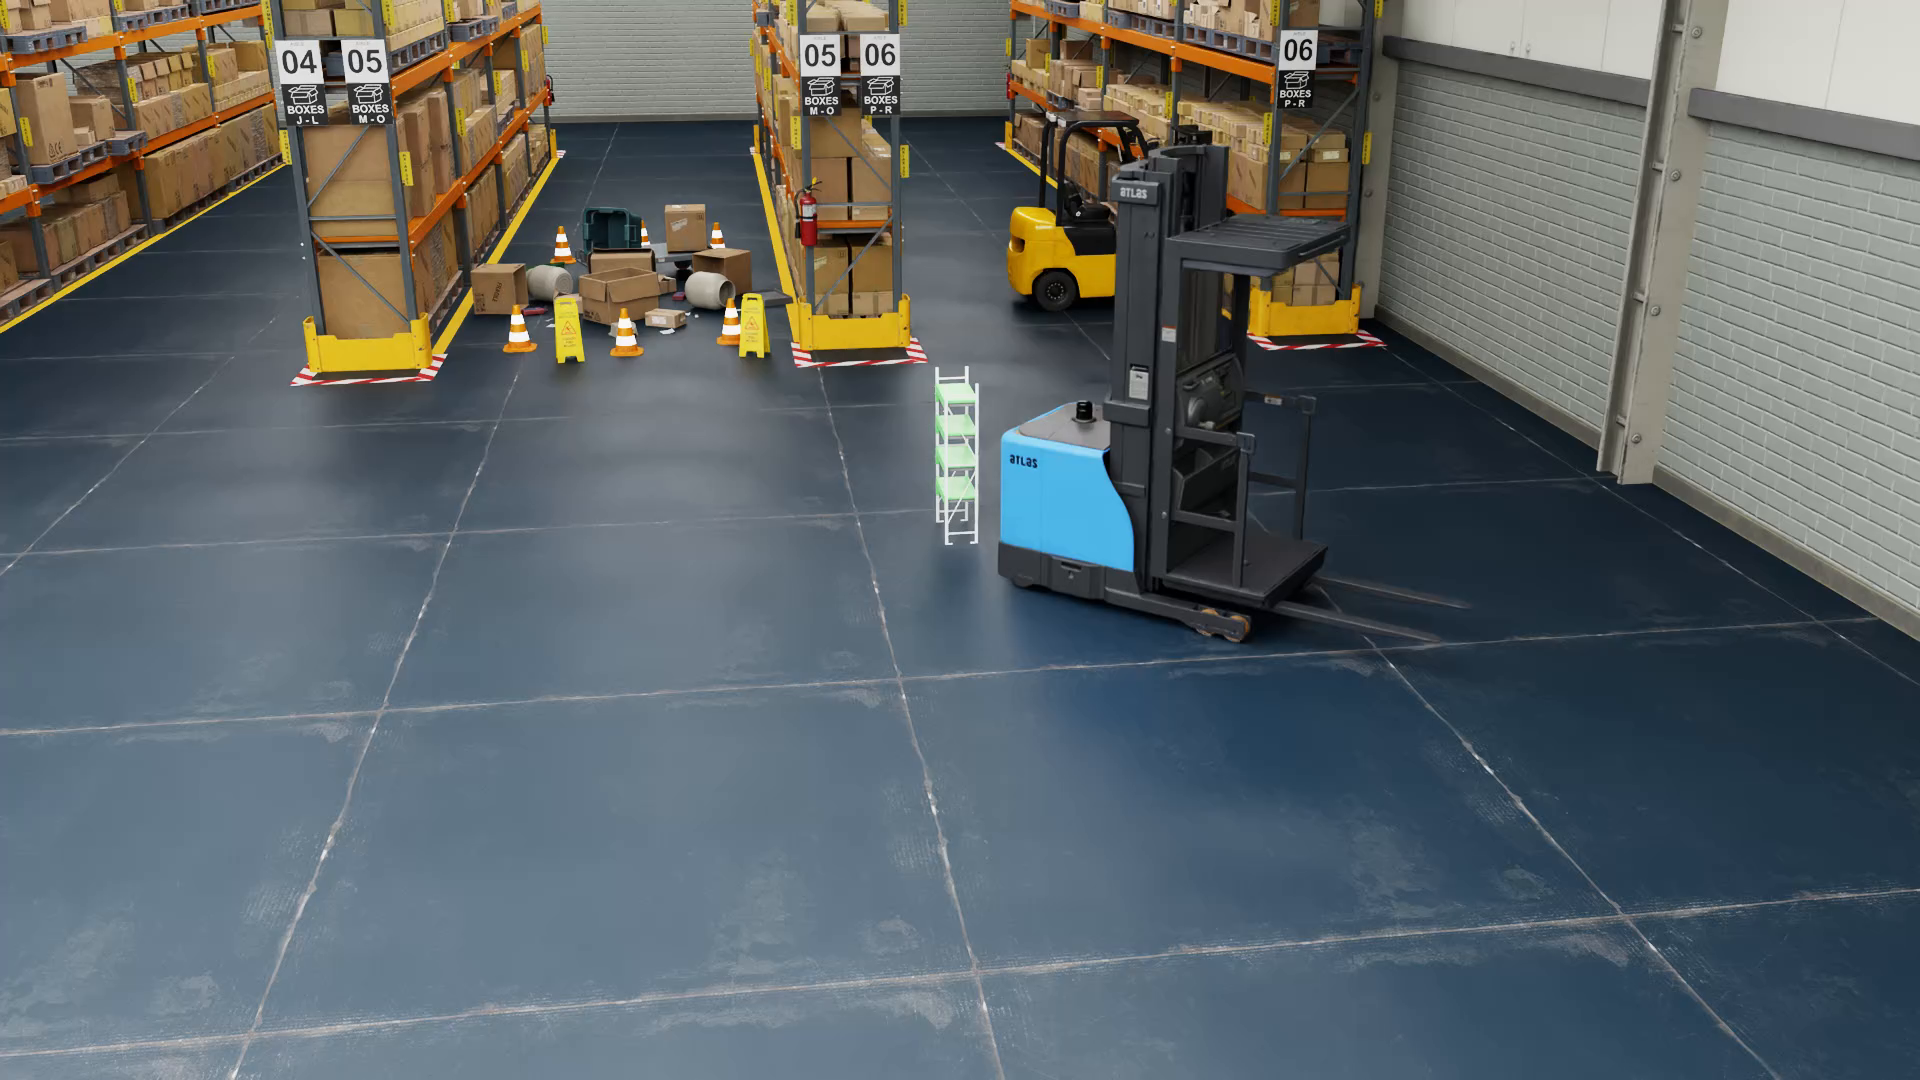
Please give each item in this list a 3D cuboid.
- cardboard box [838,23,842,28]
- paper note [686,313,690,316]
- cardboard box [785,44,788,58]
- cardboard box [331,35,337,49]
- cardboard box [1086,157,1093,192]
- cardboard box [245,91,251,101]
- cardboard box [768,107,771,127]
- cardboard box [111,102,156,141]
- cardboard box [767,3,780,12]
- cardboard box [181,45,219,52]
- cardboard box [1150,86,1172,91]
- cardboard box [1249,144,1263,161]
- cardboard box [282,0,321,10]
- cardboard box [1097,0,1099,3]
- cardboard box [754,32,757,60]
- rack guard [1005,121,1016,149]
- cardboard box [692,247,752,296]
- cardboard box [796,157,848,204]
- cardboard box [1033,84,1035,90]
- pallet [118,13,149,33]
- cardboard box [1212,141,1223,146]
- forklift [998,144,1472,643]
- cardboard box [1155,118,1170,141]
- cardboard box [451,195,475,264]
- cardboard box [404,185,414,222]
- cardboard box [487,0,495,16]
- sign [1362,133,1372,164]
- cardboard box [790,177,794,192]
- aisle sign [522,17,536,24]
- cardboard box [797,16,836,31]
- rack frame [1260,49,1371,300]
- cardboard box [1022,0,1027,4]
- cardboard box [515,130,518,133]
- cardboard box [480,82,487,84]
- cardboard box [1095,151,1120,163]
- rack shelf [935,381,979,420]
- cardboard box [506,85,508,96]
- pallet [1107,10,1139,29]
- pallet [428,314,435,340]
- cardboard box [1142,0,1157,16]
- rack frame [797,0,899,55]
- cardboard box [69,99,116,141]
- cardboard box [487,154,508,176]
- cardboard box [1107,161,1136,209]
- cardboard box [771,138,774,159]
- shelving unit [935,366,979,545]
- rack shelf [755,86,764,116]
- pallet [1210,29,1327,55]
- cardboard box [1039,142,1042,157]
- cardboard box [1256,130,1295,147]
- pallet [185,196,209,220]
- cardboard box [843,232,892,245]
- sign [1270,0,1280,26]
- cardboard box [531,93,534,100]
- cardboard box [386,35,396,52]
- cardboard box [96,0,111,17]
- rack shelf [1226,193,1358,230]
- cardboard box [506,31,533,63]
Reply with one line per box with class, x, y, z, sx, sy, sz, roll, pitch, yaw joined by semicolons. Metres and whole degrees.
cardboard box;-1.087;-5.484;18.114;0.500;0.250;0.500;-2;21;-6
paper note;-3.197;-2.602;19.155;0.148;0.019;0.142;4;21;11
cardboard box;-1.792;-5.571;18.917;0.380;0.149;0.250;-3;21;-9
cardboard box;-6.457;-4.990;16.619;0.380;0.149;0.250;-3;21;-7
cardboard box;2.306;-5.826;26.501;0.500;0.500;0.500;-3;21;-9
cardboard box;-12.632;-7.756;29.054;0.380;0.149;0.250;-3;21;-7
cardboard box;-2.689;-6.507;25.566;0.500;0.250;0.500;-3;21;-7
cardboard box;-11.877;-5.969;23.766;0.500;0.500;0.500;-2;21;-6
cardboard box;-2.473;-8.013;24.348;0.797;0.503;0.637;-4;21;-11
cardboard box;-13.275;-8.398;29.131;0.500;0.500;0.500;-3;21;-9
cardboard box;3.037;-6.654;24.676;0.380;0.149;0.250;-2;21;-6
cardboard box;3.401;-4.265;18.278;0.380;0.149;0.250;-3;21;-7
cardboard box;-6.385;-5.189;16.012;0.380;0.149;0.250;-3;21;-7
cardboard box;2.322;-8.306;25.526;0.380;0.149;0.250;-2;21;-7
cardboard box;-3.554;-9.165;30.897;0.500;0.500;0.500;-3;21;-9
rack guard;1.499;-8.064;33.092;1.175;0.500;0.348;-3;21;-8
cardboard box;-2.885;-3.245;20.187;0.500;0.500;0.500;12;24;29
cardboard box;-1.467;-3.830;17.615;0.500;0.500;0.500;-3;21;-9
cardboard box;1.564;-8.391;30.755;0.380;0.149;0.250;-3;21;-8
pallet;-12.222;-7.277;23.394;1.213;0.211;1.003;-2;21;-5
cardboard box;3.241;-4.456;19.717;0.500;0.500;0.500;-3;21;-7
forklift;1.776;-0.940;10.545;3.031;2.935;1.130;13;24;30
cardboard box;2.894;-5.427;21.960;0.500;0.250;0.500;-3;21;-9
cardboard box;-6.755;-3.923;21.048;1.050;0.750;0.750;-3;21;-8
cardboard box;-6.200;-3.571;17.275;0.875;0.550;0.550;-3;21;-8
cardboard box;-6.972;-7.618;23.896;0.500;0.500;0.500;-3;21;-8
sign;4.345;-4.190;17.797;0.100;0.325;0.005;-3;21;-8
cardboard box;-1.790;-4.168;19.448;0.380;0.149;0.250;-3;21;-7
aisle sign;-8.020;-9.983;30.942;0.394;0.787;0.004;-3;21;-8
cardboard box;-1.457;-5.233;16.872;0.380;0.149;0.250;-3;21;-7
rack frame;3.795;-3.721;17.892;1.000;3.000;0.127;-3;21;-8
cardboard box;1.367;-10.066;30.951;0.380;0.149;0.250;-3;21;-8
cardboard box;-8.409;-7.577;30.839;0.380;0.149;0.250;-3;21;-7
cardboard box;-7.179;-6.846;25.167;0.380;0.149;0.250;-2;21;-5
cardboard box;2.320;-5.979;25.983;0.380;0.149;0.250;-4;21;-10
rack shelf;-0.024;-1.009;12.014;0.258;0.148;0.480;-3;21;-8
cardboard box;-7.325;-7.069;26.188;0.380;0.149;0.250;-4;21;-11
pallet;2.828;-7.577;24.200;1.213;0.211;1.003;-2;21;-5
pallet;-6.193;-2.152;17.675;1.003;0.211;1.213;-3;21;-8
cardboard box;2.762;-7.217;22.350;0.500;0.311;0.500;-4;21;-10
rack frame;-1.117;-6.280;16.169;1.000;3.000;0.127;-3;21;-8
cardboard box;-11.779;-5.610;22.206;0.700;0.500;0.500;0;20;0
cardboard box;-7.013;-5.583;24.777;0.500;0.250;0.500;-4;21;-10
cardboard box;2.718;-5.359;25.071;0.875;0.625;0.625;-2;21;-6
cardboard box;-2.960;-7.154;30.144;0.875;0.438;0.875;-4;21;-9
shelving unit;-0.024;-0.619;12.160;0.258;1.200;0.503;-3;21;-8
rack shelf;-3.135;-7.980;30.323;1.077;0.370;4.000;-3;21;-8
pallet;3.539;-5.754;19.176;1.003;0.211;1.213;-3;21;-8
cardboard box;1.643;-7.094;30.229;0.396;0.266;0.258;-2;21;-6
cardboard box;3.468;-4.409;18.237;0.380;0.149;0.250;-3;21;-8
pallet;-12.288;-5.132;25.654;1.003;0.211;1.213;-3;21;-8
cardboard box;-1.043;-3.212;18.786;0.500;0.500;0.500;-4;21;-10
sign;3.256;-5.482;17.166;0.100;0.325;0.005;-3;21;-8
cardboard box;-7.685;-7.790;29.146;0.380;0.149;0.250;-2;21;-5
cardboard box;-5.732;-4.851;16.246;0.380;0.149;0.250;-3;21;-7
cardboard box;-11.760;-7.273;22.258;0.500;0.500;0.500;-2;21;-6
rack shelf;3.506;-4.077;19.872;1.077;0.370;4.000;-3;21;-8
cardboard box;-7.686;-8.518;28.737;0.500;0.500;0.500;-3;21;-7
